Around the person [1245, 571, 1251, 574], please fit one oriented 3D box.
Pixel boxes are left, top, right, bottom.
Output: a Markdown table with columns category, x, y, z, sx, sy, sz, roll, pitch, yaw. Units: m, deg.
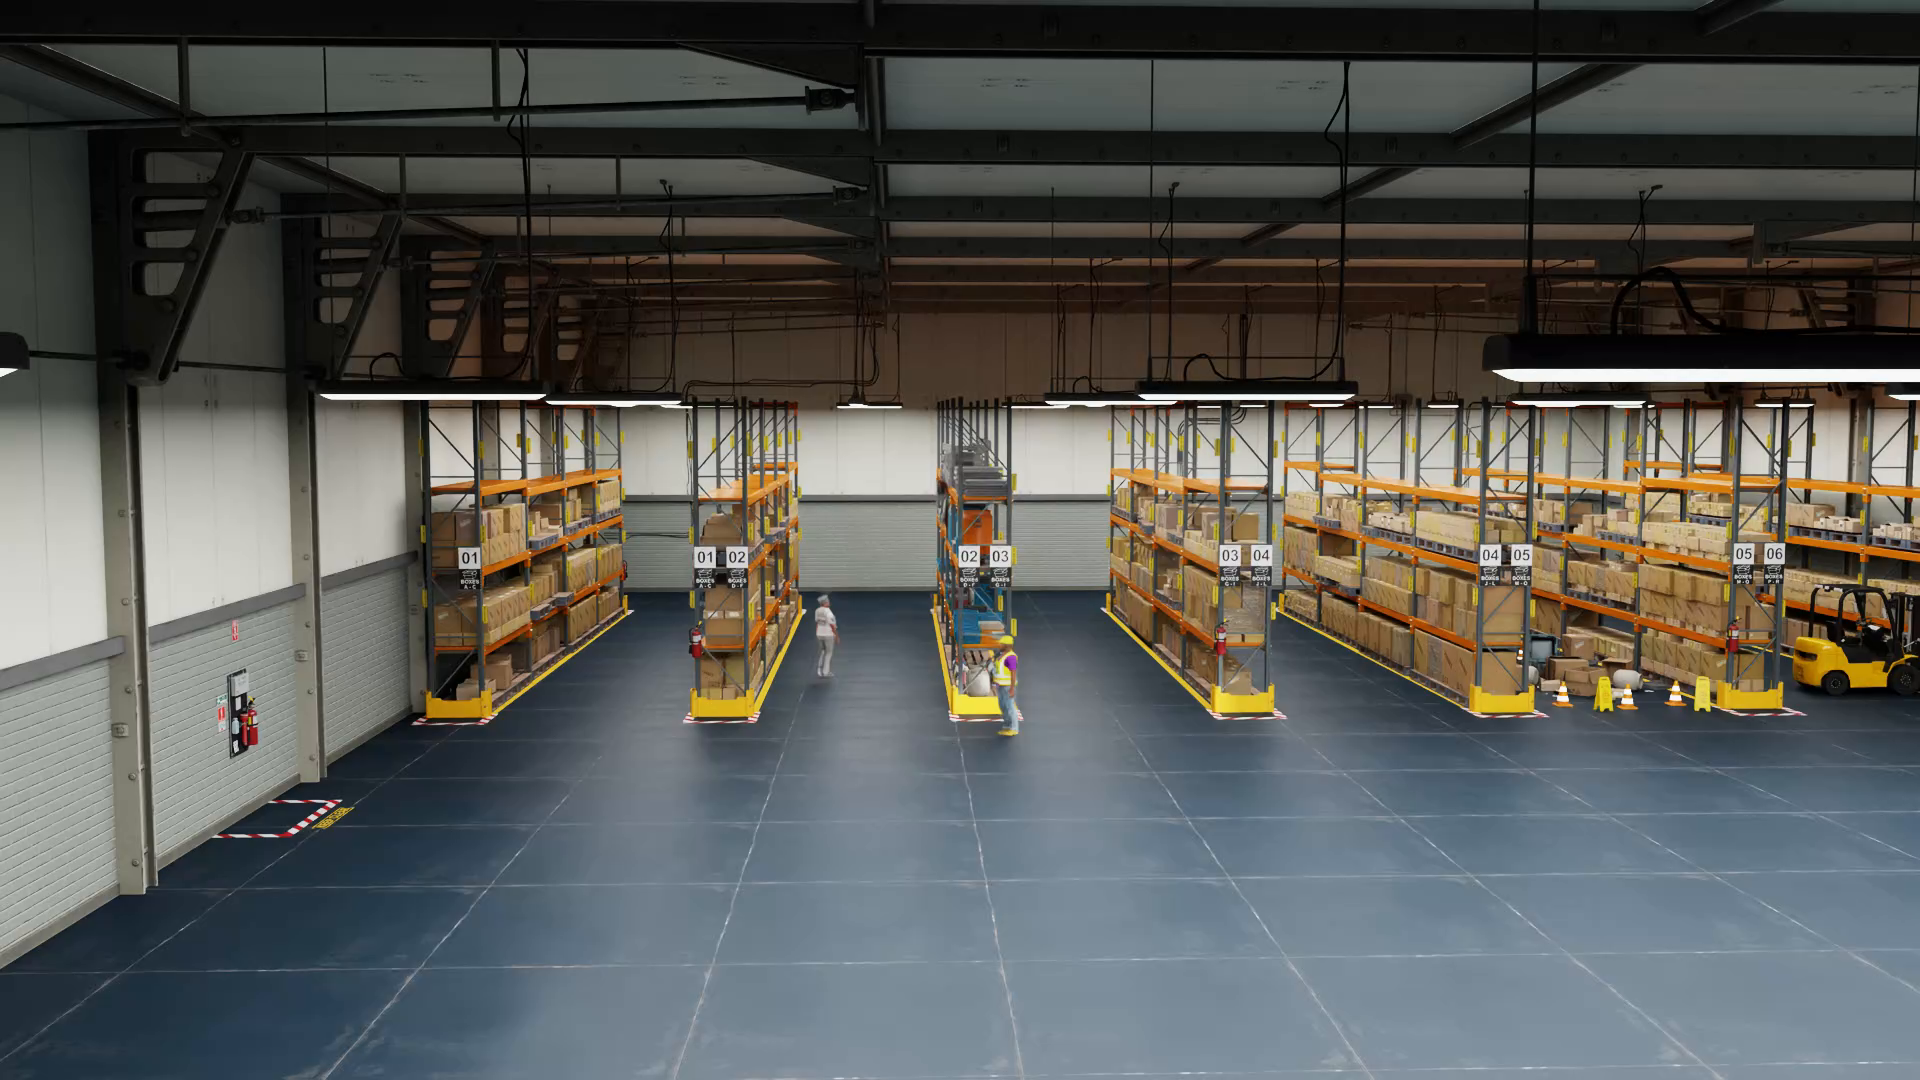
| category | x | y | z | sx | sy | sz | roll | pitch | yaw |
| --- | --- | --- | --- | --- | --- | --- | --- | --- | --- |
| person | 8.263 | 1.160 | 48.450 | 0.534 | 1.620 | 0.782 | 2 | 5 | 21 |

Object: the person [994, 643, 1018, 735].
| category | x | y | z | sx | sy | sz | roll | pitch | yaw |
| --- | --- | --- | --- | --- | --- | --- | --- | --- | --- |
| person | 0.824 | 2.598 | 29.374 | 0.380 | 1.765 | 0.708 | -2 | 5 | -23 |

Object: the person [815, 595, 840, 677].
| category | x | y | z | sx | sy | sz | roll | pitch | yaw |
| --- | --- | --- | --- | --- | --- | --- | --- | --- | --- |
| person | -2.845 | 2.066 | 35.672 | 0.568 | 1.809 | 0.487 | 3 | 5 | 34 |

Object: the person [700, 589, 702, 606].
| category | x | y | z | sx | sy | sz | roll | pitch | yaw |
| --- | --- | --- | --- | --- | --- | --- | --- | --- | --- |
| person | -7.552 | 1.165 | 48.650 | 0.577 | 1.613 | 0.505 | 0 | 4 | 4 |
